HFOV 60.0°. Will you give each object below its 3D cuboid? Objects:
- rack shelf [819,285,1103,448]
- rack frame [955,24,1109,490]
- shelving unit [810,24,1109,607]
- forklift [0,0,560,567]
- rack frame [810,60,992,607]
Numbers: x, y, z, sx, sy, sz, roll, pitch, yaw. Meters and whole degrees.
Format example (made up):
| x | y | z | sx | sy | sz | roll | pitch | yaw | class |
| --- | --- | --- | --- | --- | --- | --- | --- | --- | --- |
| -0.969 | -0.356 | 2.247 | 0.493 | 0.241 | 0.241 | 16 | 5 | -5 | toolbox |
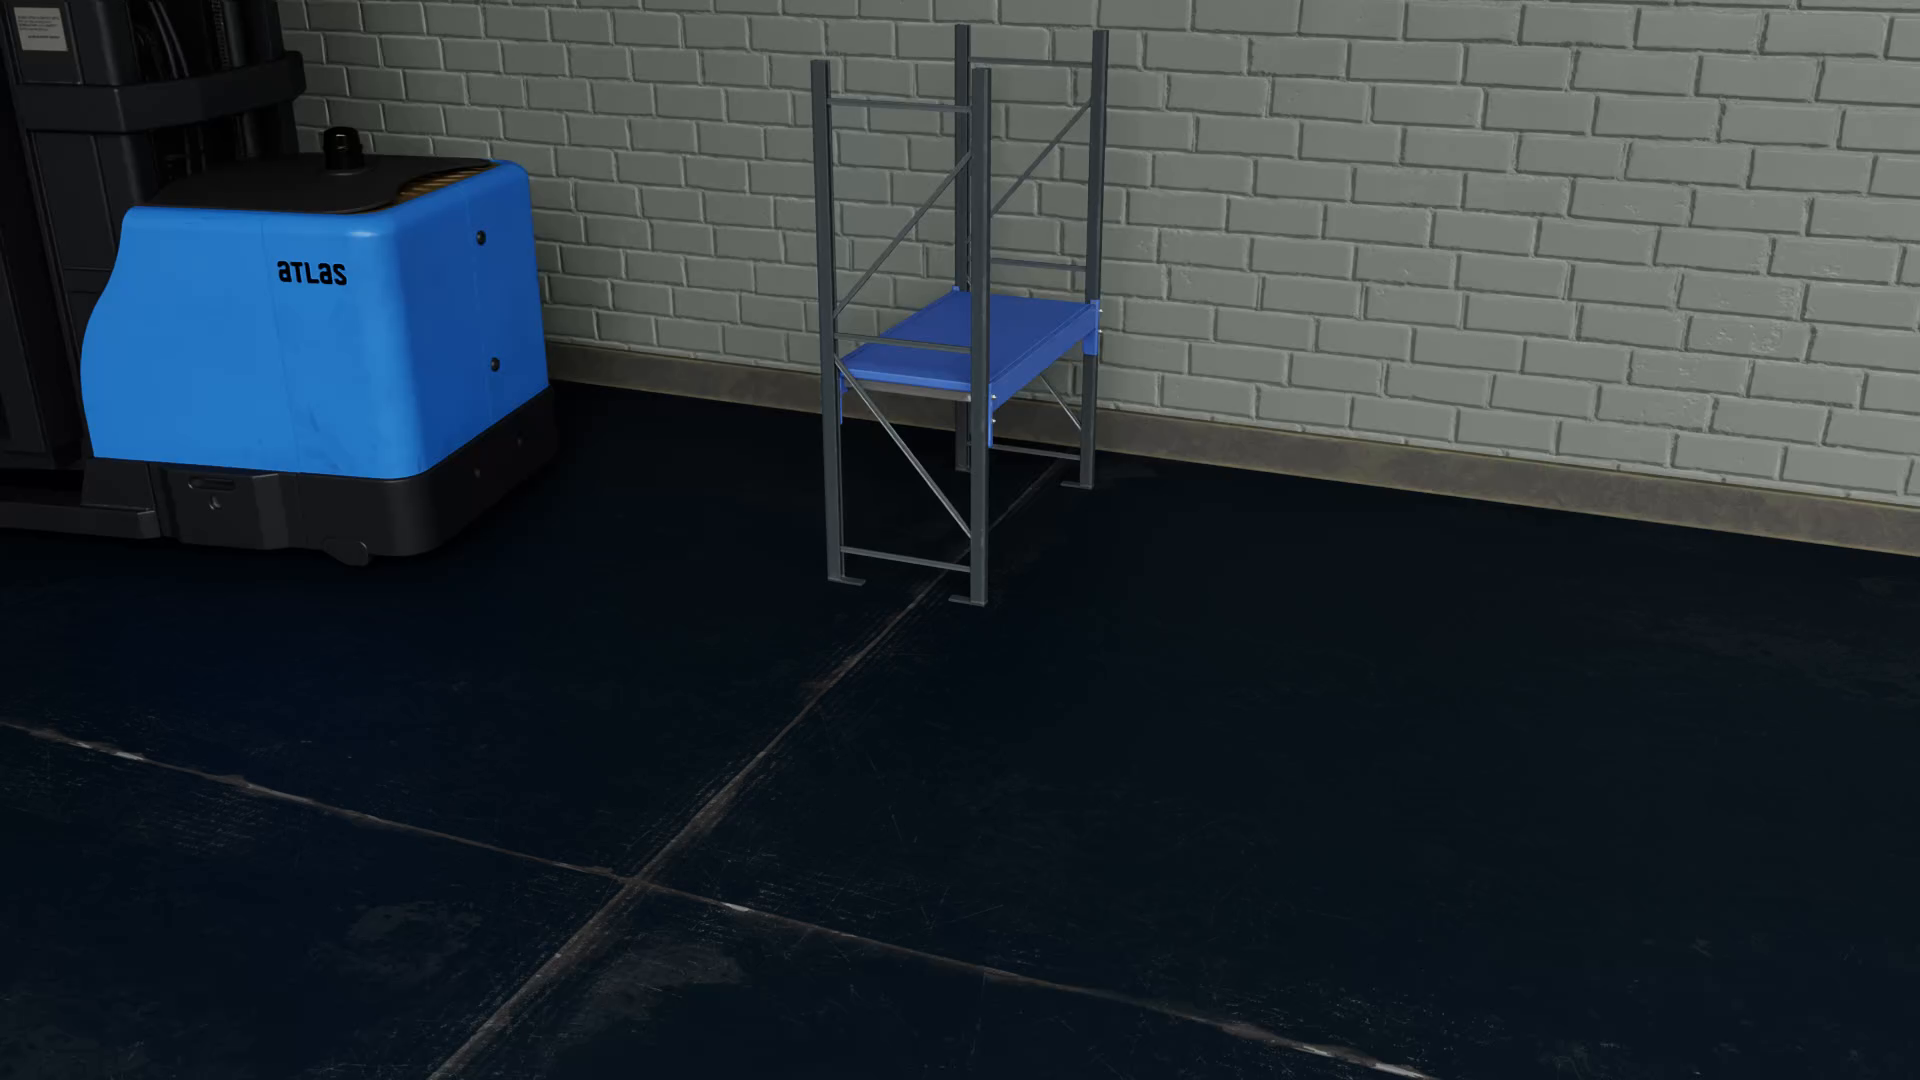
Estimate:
| x | y | z | sx | sy | sz | roll | pitch | yaw | class |
| --- | --- | --- | --- | --- | --- | --- | --- | --- | --- |
| 0.032 | -0.557 | 5.103 | 0.538 | 0.185 | 1.000 | 9 | 24 | 20 | rack shelf |
| 0.221 | -0.904 | 5.470 | 0.500 | 1.500 | 0.032 | 9 | 24 | 20 | rack frame |
| 0.032 | -0.723 | 5.034 | 0.538 | 1.500 | 1.048 | 9 | 24 | 20 | shelving unit |
| -2.967 | -1.544 | 5.145 | 3.031 | 2.935 | 1.130 | 5 | 23 | 11 | forklift |
| -0.157 | -0.541 | 4.598 | 0.500 | 1.500 | 0.032 | 9 | 24 | 20 | rack frame |
